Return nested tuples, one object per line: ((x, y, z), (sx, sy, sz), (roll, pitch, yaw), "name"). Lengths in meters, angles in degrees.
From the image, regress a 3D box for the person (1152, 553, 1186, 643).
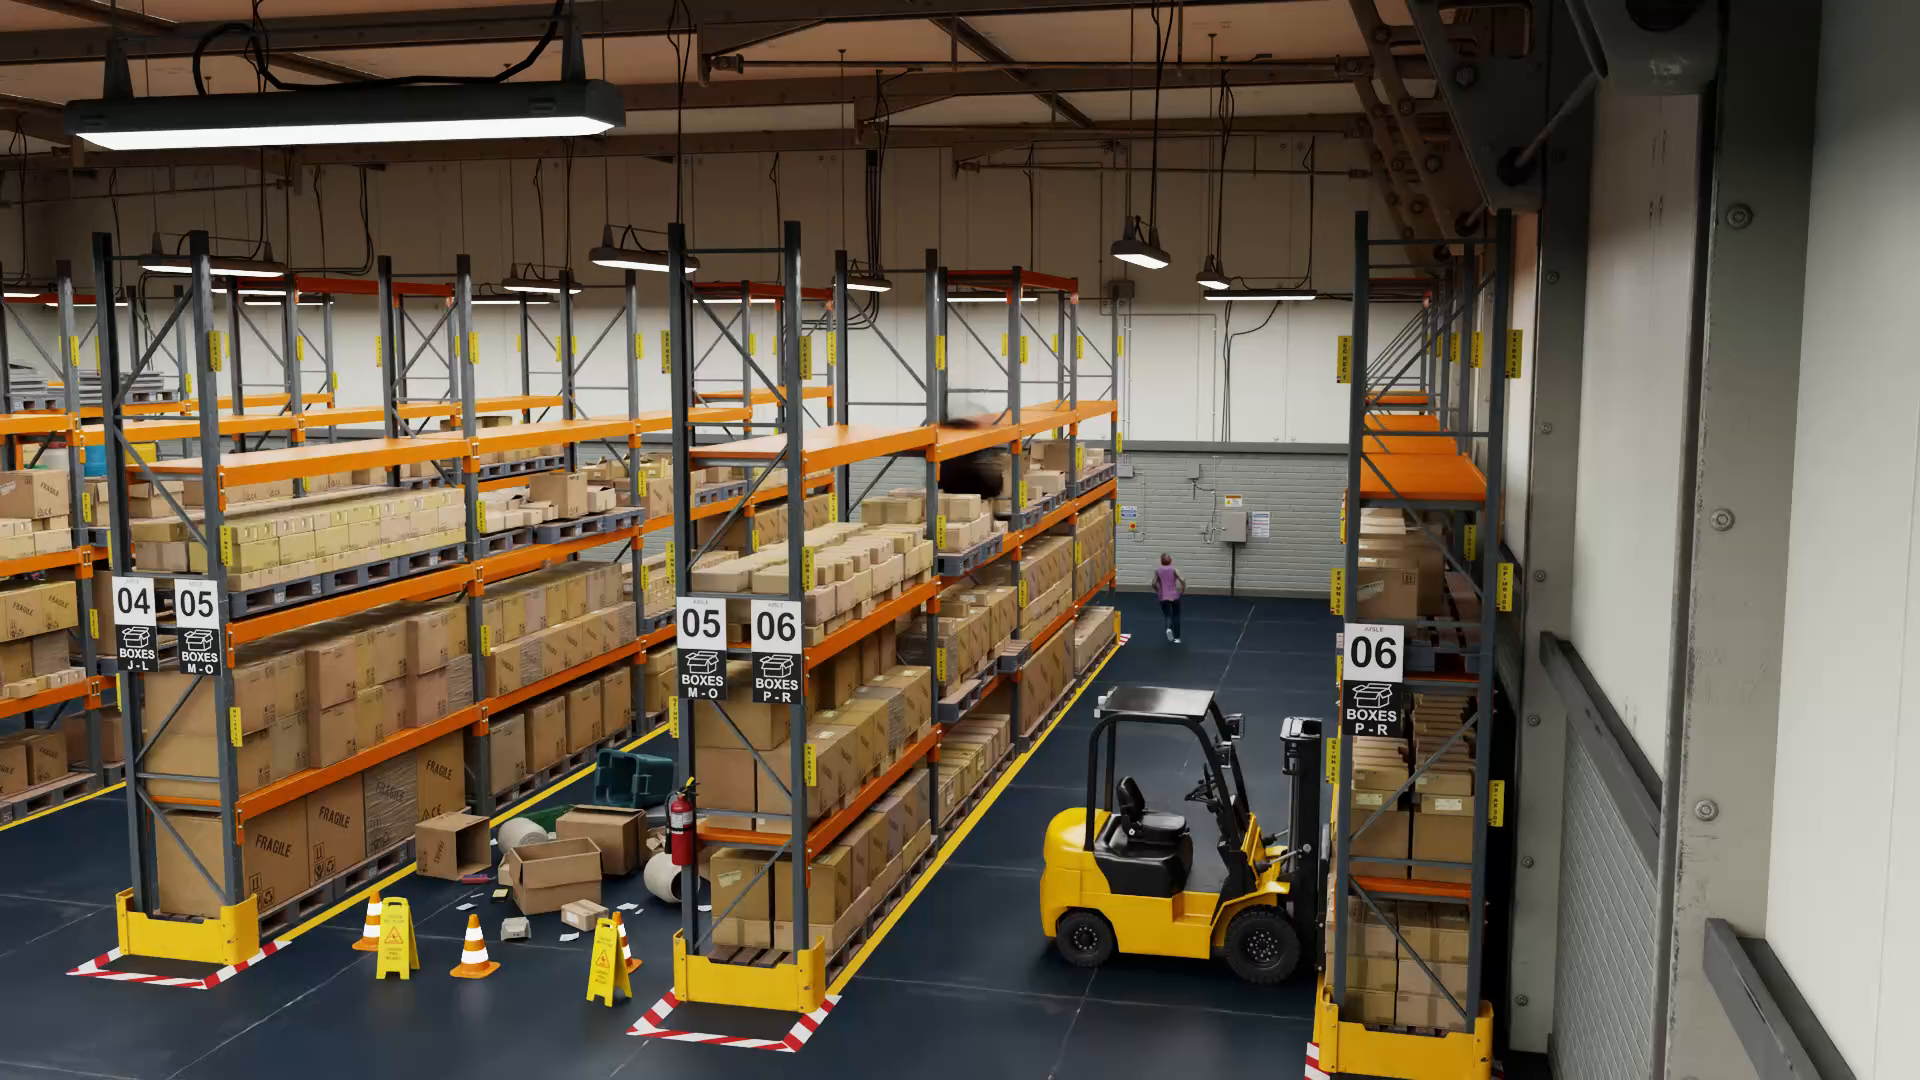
((3.504, 1.011, 27.957), (0.570, 1.544, 0.671), (1, 7, 8), "person")

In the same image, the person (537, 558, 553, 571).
((-6.591, 1.094, 26.465), (0.643, 1.702, 0.660), (0, 7, 3), "person")
